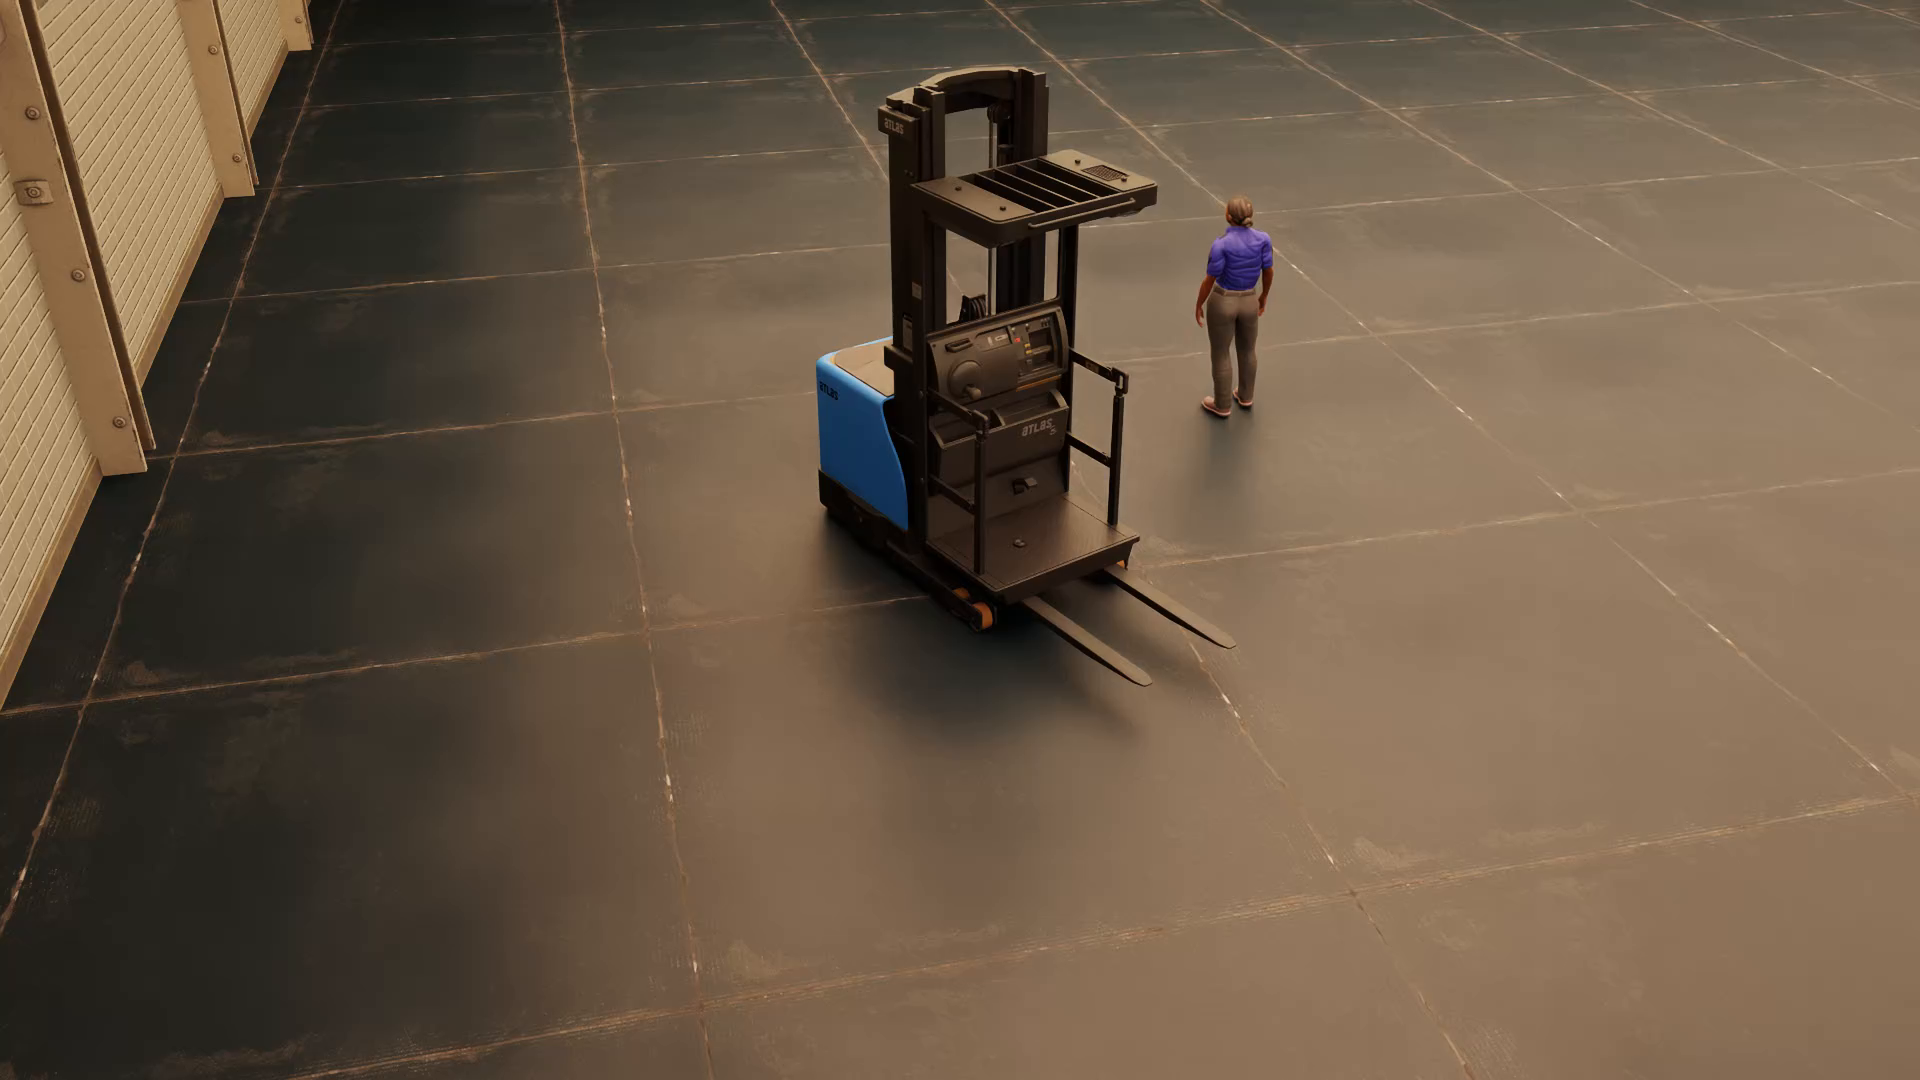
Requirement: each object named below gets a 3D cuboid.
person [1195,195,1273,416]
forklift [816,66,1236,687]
[{"bbox_3d":[1.909,-1.672,11.723,0.573,1.655,0.503,-7,31,-13],"label":"person"},{"bbox_3d":[0.355,-1.021,9.338,1.130,2.935,3.031,-20,35,-30],"label":"forklift"}]
